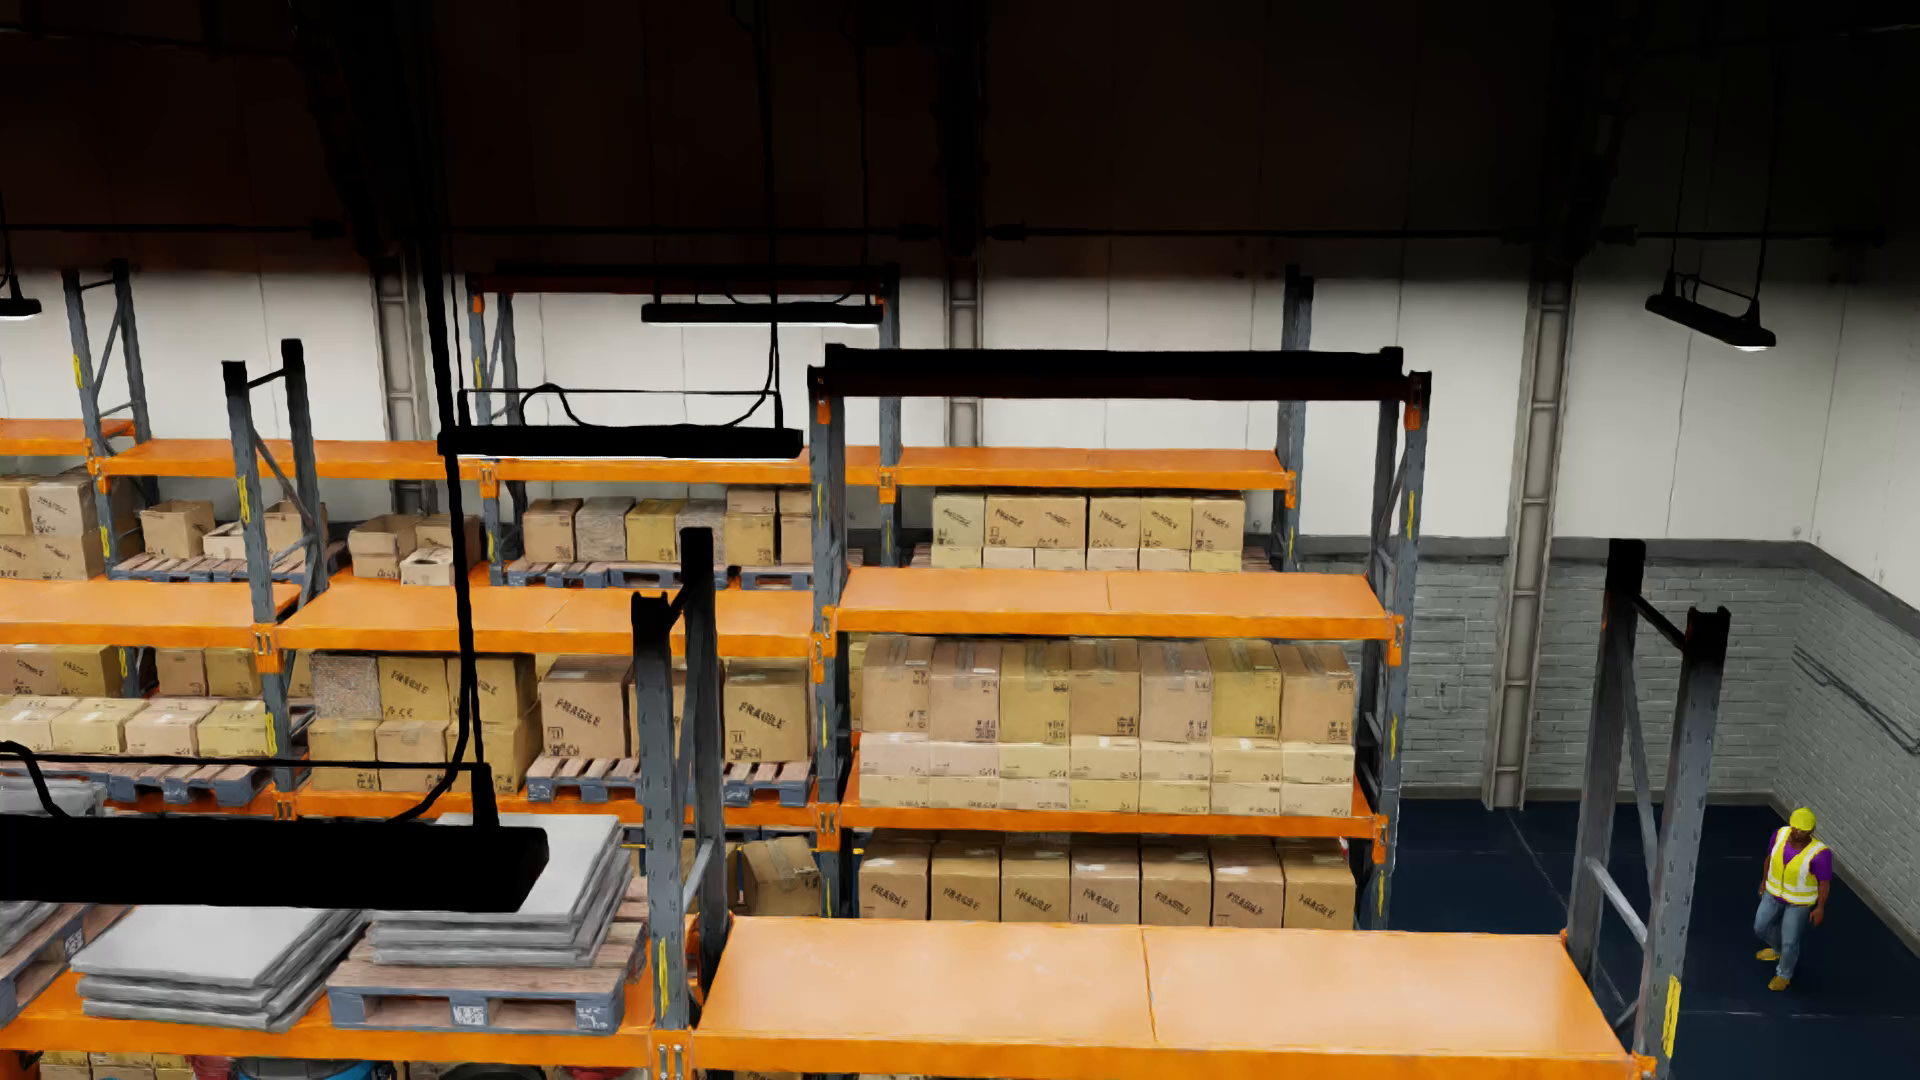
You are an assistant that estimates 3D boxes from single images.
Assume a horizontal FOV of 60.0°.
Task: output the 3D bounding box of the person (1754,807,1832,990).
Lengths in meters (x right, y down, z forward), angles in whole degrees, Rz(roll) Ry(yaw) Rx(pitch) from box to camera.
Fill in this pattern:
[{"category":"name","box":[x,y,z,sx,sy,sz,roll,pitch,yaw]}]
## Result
[{"category":"person","box":[7.359,3.131,14.689,0.571,1.759,0.616,-10,19,-32]}]
